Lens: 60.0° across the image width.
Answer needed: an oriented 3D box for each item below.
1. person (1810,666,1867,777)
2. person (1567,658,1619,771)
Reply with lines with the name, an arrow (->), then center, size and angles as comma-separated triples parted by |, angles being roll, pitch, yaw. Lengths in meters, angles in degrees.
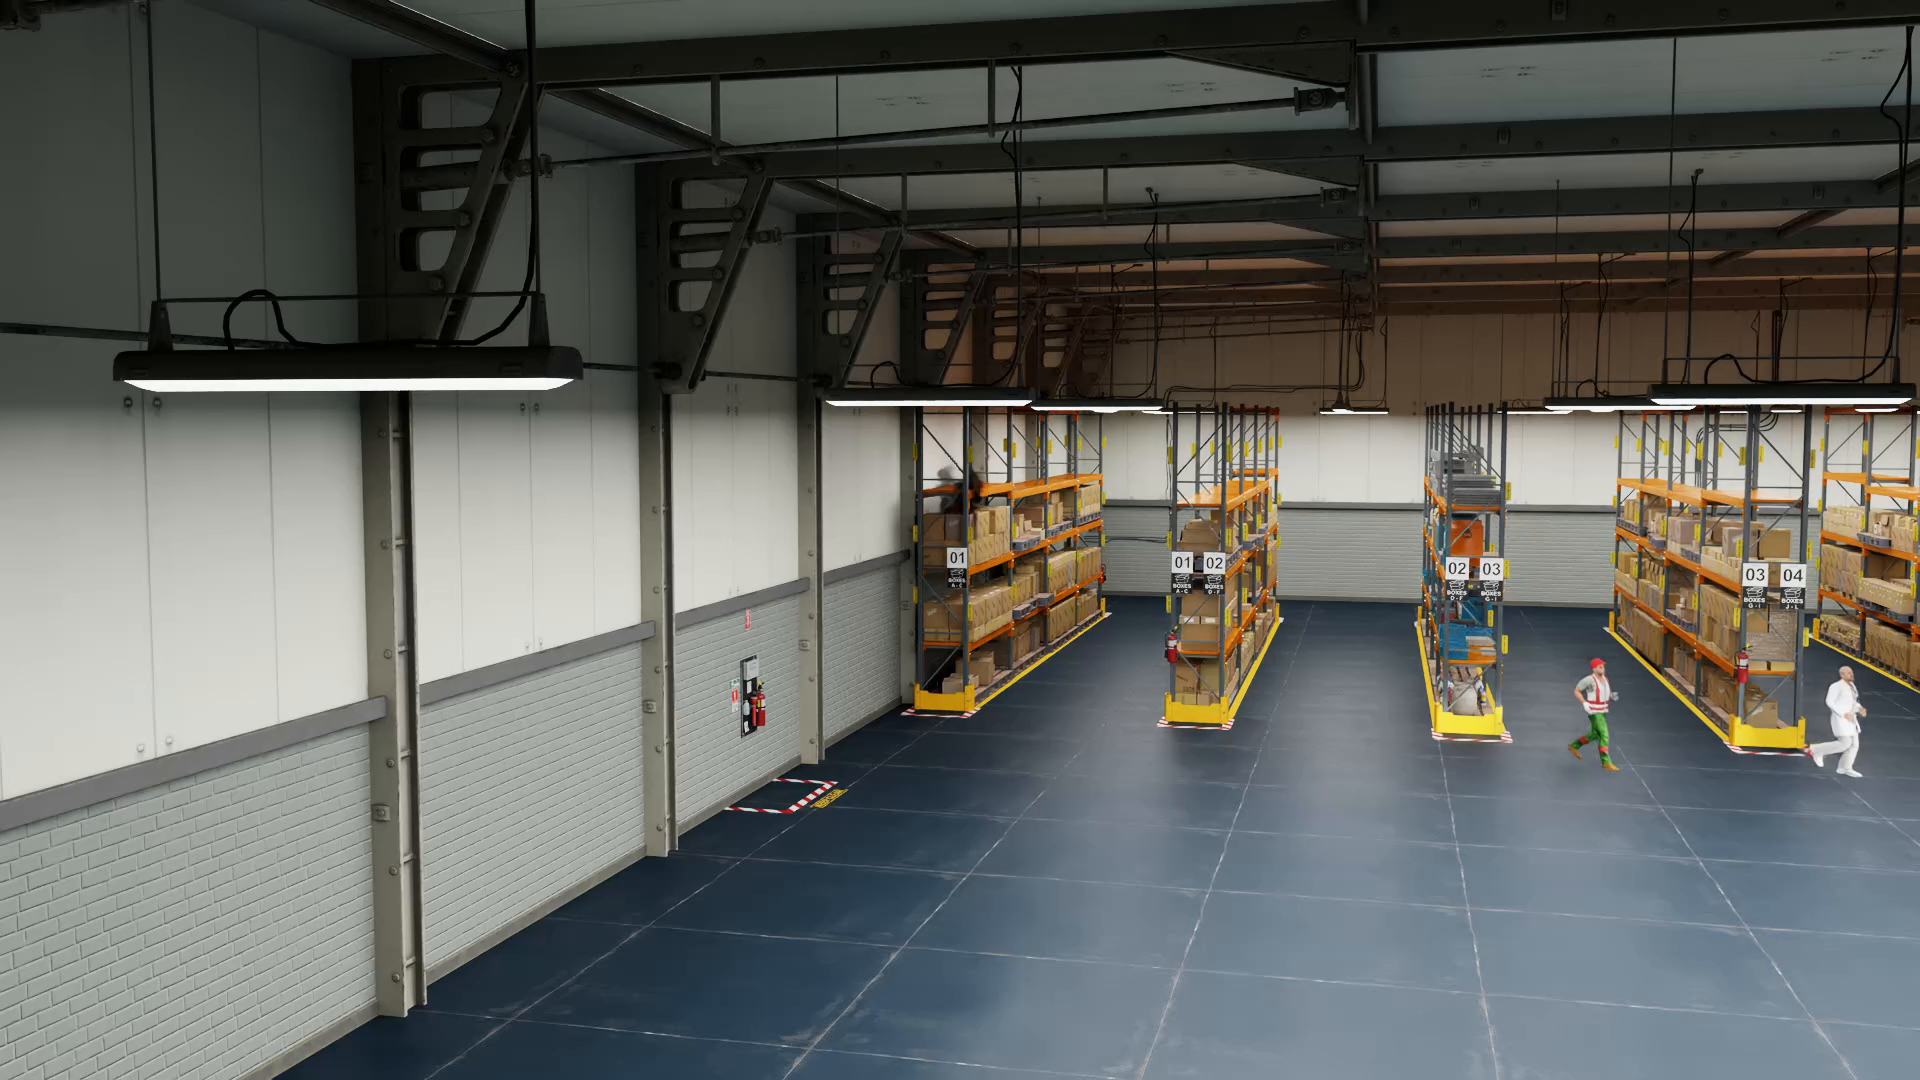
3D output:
person -> 14.131, 2.889, 26.701 | 0.712, 1.760, 0.744 | -3, 5, -36
person -> 10.388, 2.820, 27.183 | 0.638, 1.796, 0.923 | -3, 5, -39
